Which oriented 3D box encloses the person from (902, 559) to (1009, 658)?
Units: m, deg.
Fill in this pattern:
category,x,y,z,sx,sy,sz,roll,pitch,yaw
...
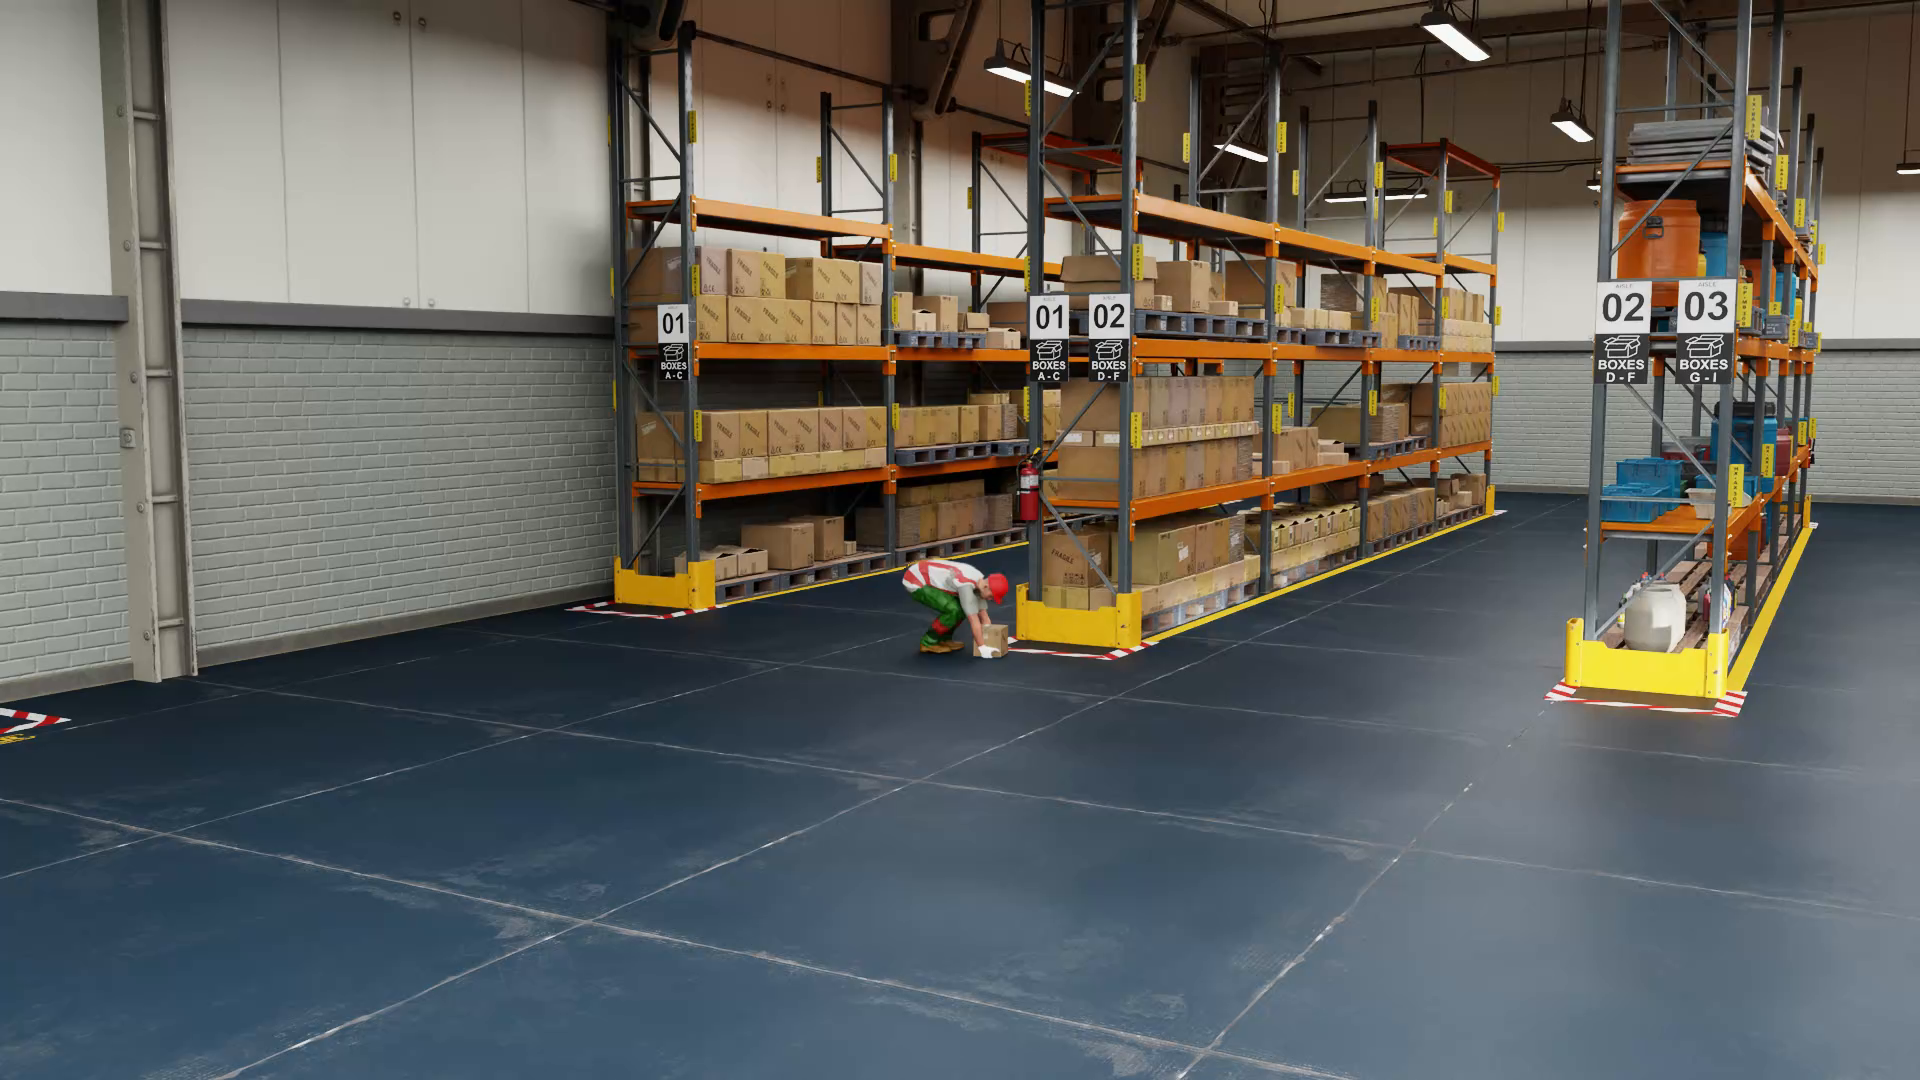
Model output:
category,x,y,z,sx,sy,sz,roll,pitch,yaw
person,-0.029,0.604,14.901,0.967,0.854,0.529,2,6,15
